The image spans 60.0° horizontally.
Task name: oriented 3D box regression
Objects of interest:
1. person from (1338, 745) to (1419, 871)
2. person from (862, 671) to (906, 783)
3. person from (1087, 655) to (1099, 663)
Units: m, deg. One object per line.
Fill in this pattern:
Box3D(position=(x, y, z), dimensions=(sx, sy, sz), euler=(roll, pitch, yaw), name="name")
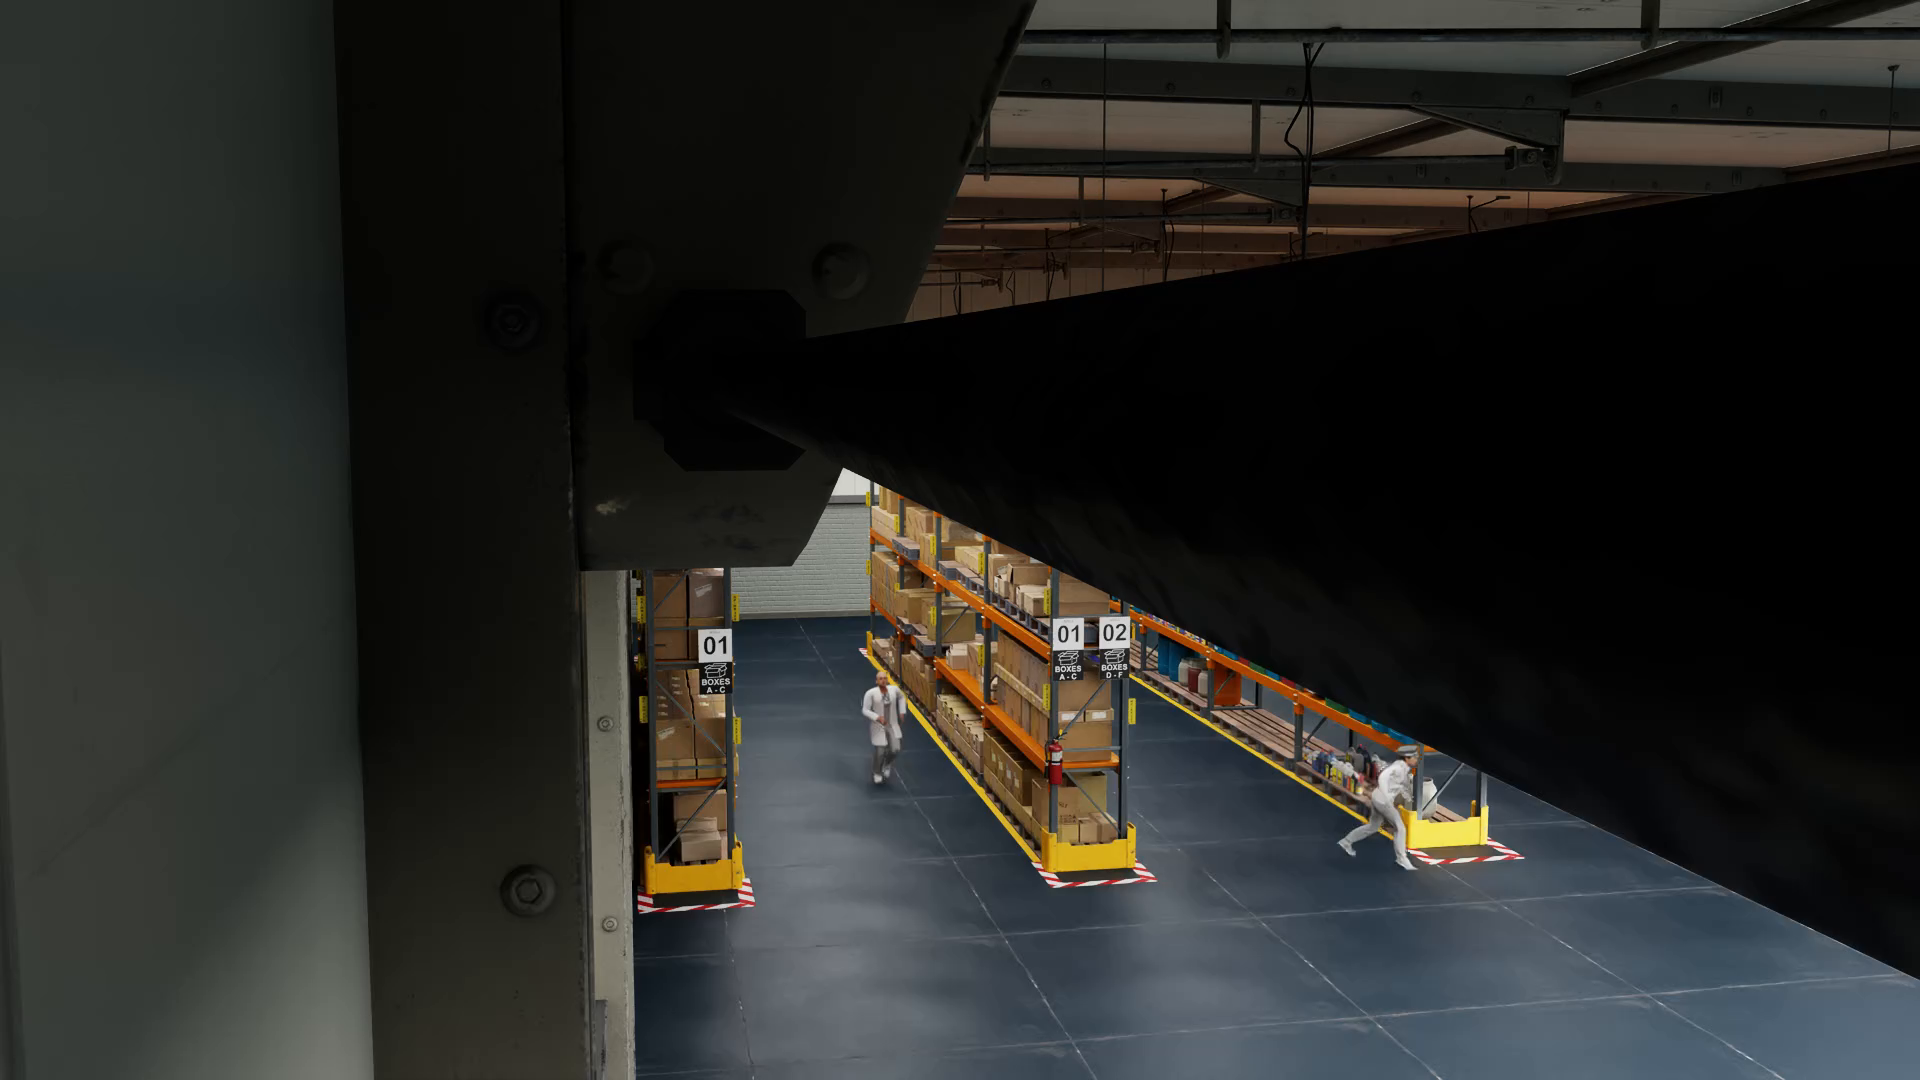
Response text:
Box3D(position=(5.283, 3.372, 21.012), dimensions=(0.980, 1.628, 0.655), euler=(2, 6, 20), name="person")
Box3D(position=(-1.127, 2.842, 25.162), dimensions=(0.732, 1.736, 0.786), euler=(-2, 6, -17), name="person")
Box3D(position=(2.432, 2.484, 29.485), dimensions=(0.562, 1.582, 0.676), euler=(-2, 6, -15), name="person")
